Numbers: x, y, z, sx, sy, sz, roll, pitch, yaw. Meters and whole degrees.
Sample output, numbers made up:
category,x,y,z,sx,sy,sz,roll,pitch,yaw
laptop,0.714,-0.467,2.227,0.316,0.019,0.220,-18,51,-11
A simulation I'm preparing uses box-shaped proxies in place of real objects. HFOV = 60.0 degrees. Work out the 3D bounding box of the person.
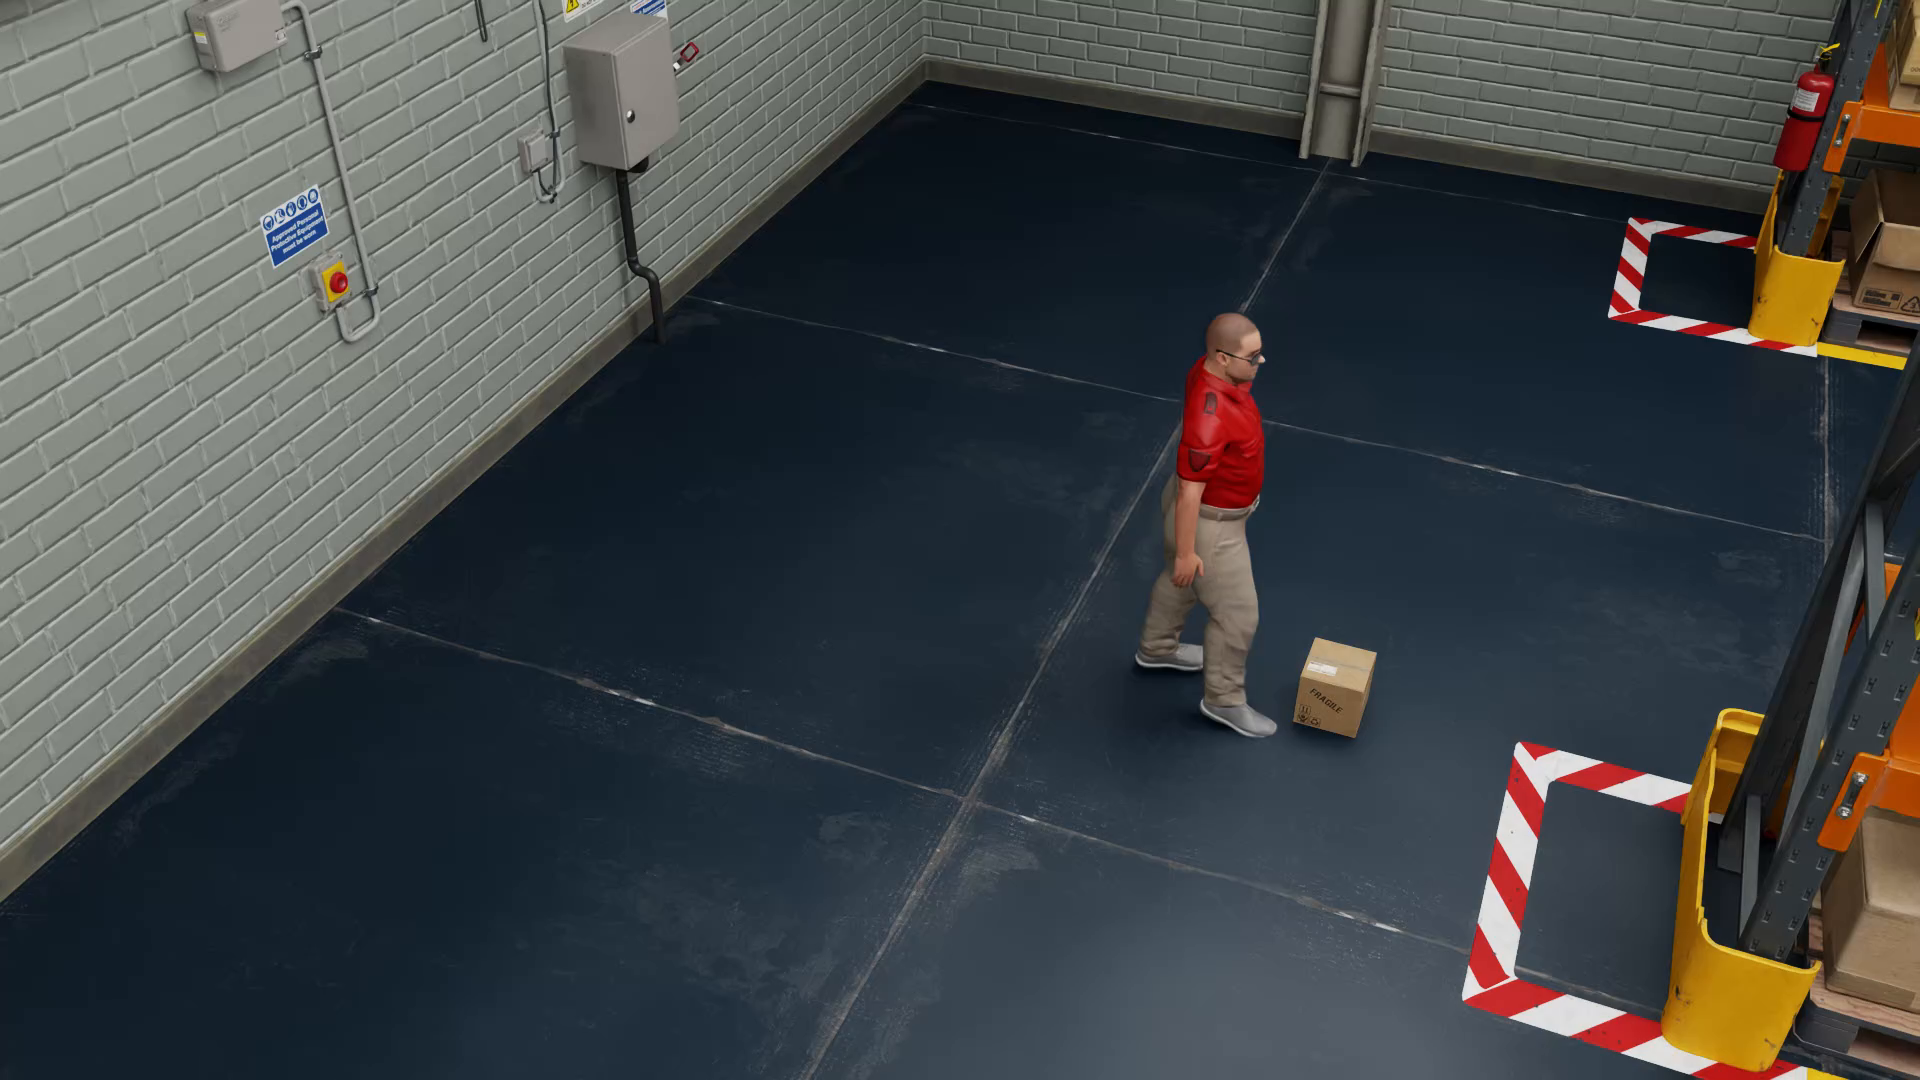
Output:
category,x,y,z,sx,sy,sz,roll,pitch,yaw
person,0.998,-0.072,6.276,0.566,1.767,0.587,3,37,3
